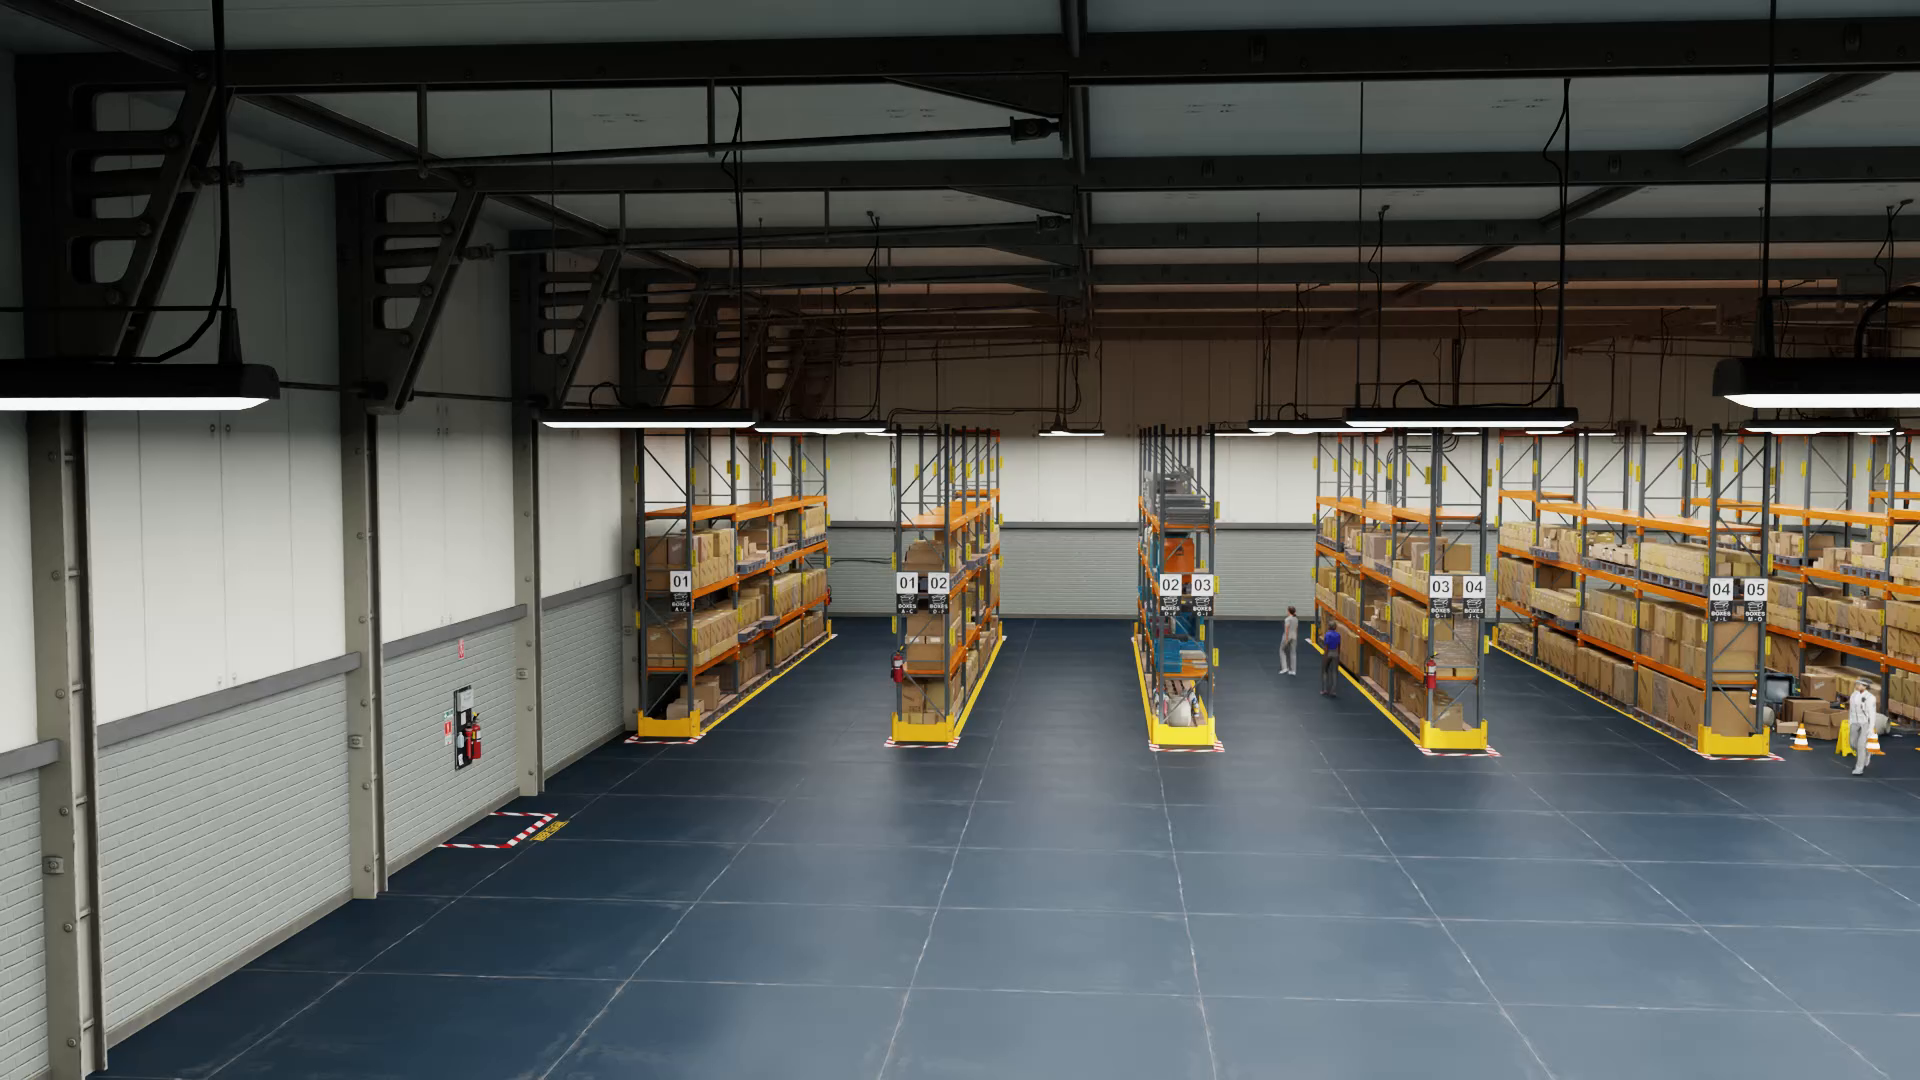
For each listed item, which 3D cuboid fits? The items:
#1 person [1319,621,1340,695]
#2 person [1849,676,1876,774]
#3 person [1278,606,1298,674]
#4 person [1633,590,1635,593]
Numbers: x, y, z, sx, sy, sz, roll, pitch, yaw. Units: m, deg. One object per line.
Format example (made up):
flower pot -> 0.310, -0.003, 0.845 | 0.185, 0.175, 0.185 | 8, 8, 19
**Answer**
person -> 8.309, 2.672, 37.179 | 0.451, 1.691, 0.595 | 0, 3, -3
person -> 15.461, 3.140, 28.441 | 0.714, 1.662, 0.483 | -2, 4, -34
person -> 8.033, 2.449, 40.345 | 0.453, 1.690, 0.543 | -1, 4, -13
person -> 17.778, 2.186, 43.692 | 0.567, 1.790, 0.770 | 1, 4, 20
